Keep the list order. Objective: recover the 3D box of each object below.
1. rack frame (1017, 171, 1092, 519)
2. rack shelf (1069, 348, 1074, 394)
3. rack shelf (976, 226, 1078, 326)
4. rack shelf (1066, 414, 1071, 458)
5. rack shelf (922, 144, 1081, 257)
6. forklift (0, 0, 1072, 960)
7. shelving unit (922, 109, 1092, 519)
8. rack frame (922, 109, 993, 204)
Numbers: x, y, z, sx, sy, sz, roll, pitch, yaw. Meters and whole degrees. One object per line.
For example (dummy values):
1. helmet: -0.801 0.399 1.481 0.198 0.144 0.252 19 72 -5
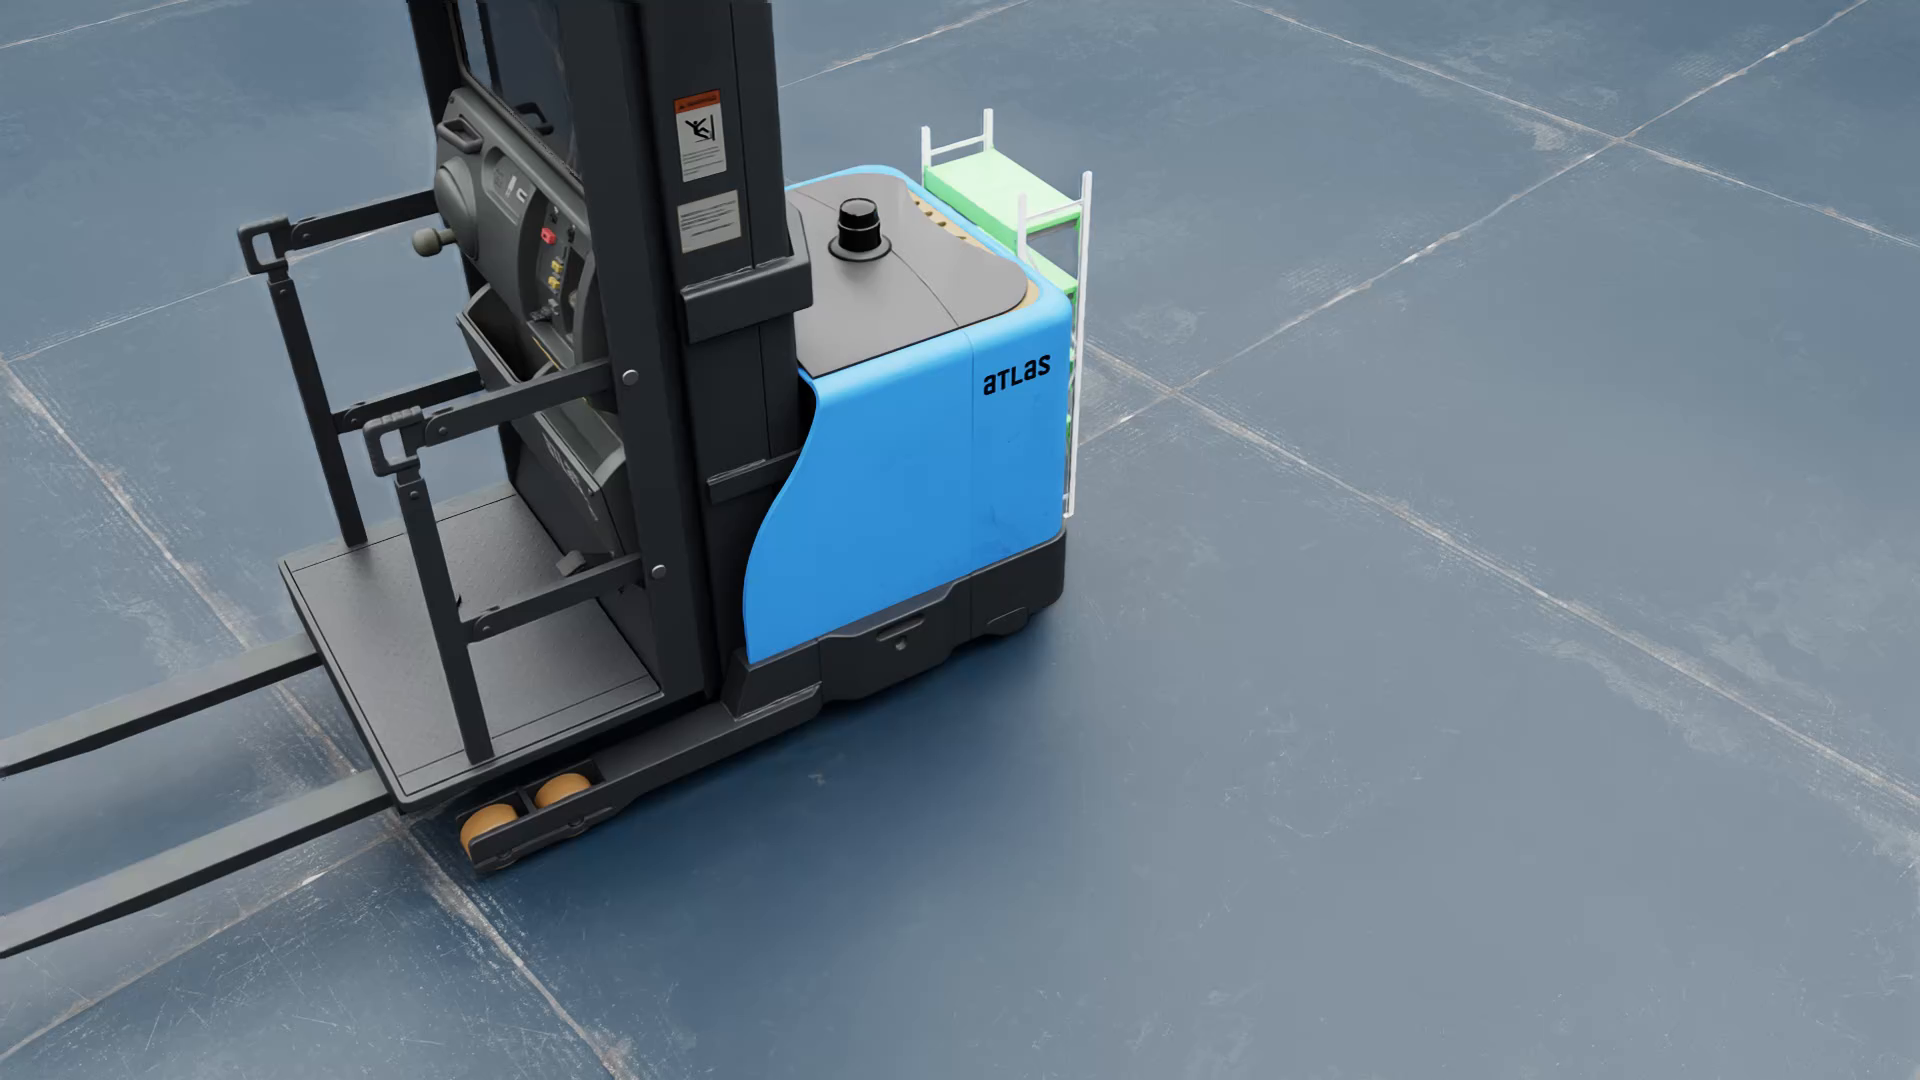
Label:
1. rack frame: 0.261 -0.509 4.926 0.240 1.200 0.015 -23 44 -25
2. rack shelf: 0.127 -0.588 5.124 0.258 0.148 0.480 -23 44 -25
3. rack shelf: 0.127 -0.774 4.973 0.258 0.148 0.480 -23 44 -25
4. rack shelf: 0.127 -0.401 5.275 0.258 0.148 0.480 -23 44 -25
5. rack shelf: 0.127 -0.961 4.823 0.258 0.148 0.480 -23 44 -25
6. forklift: -1.206 -0.687 3.767 3.031 2.935 1.130 -22 44 -25
7. shelving unit: 0.127 -0.637 5.084 0.258 1.200 0.503 -23 44 -25
8. rack frame: -0.008 -0.765 5.243 0.240 1.200 0.015 -23 44 -25
